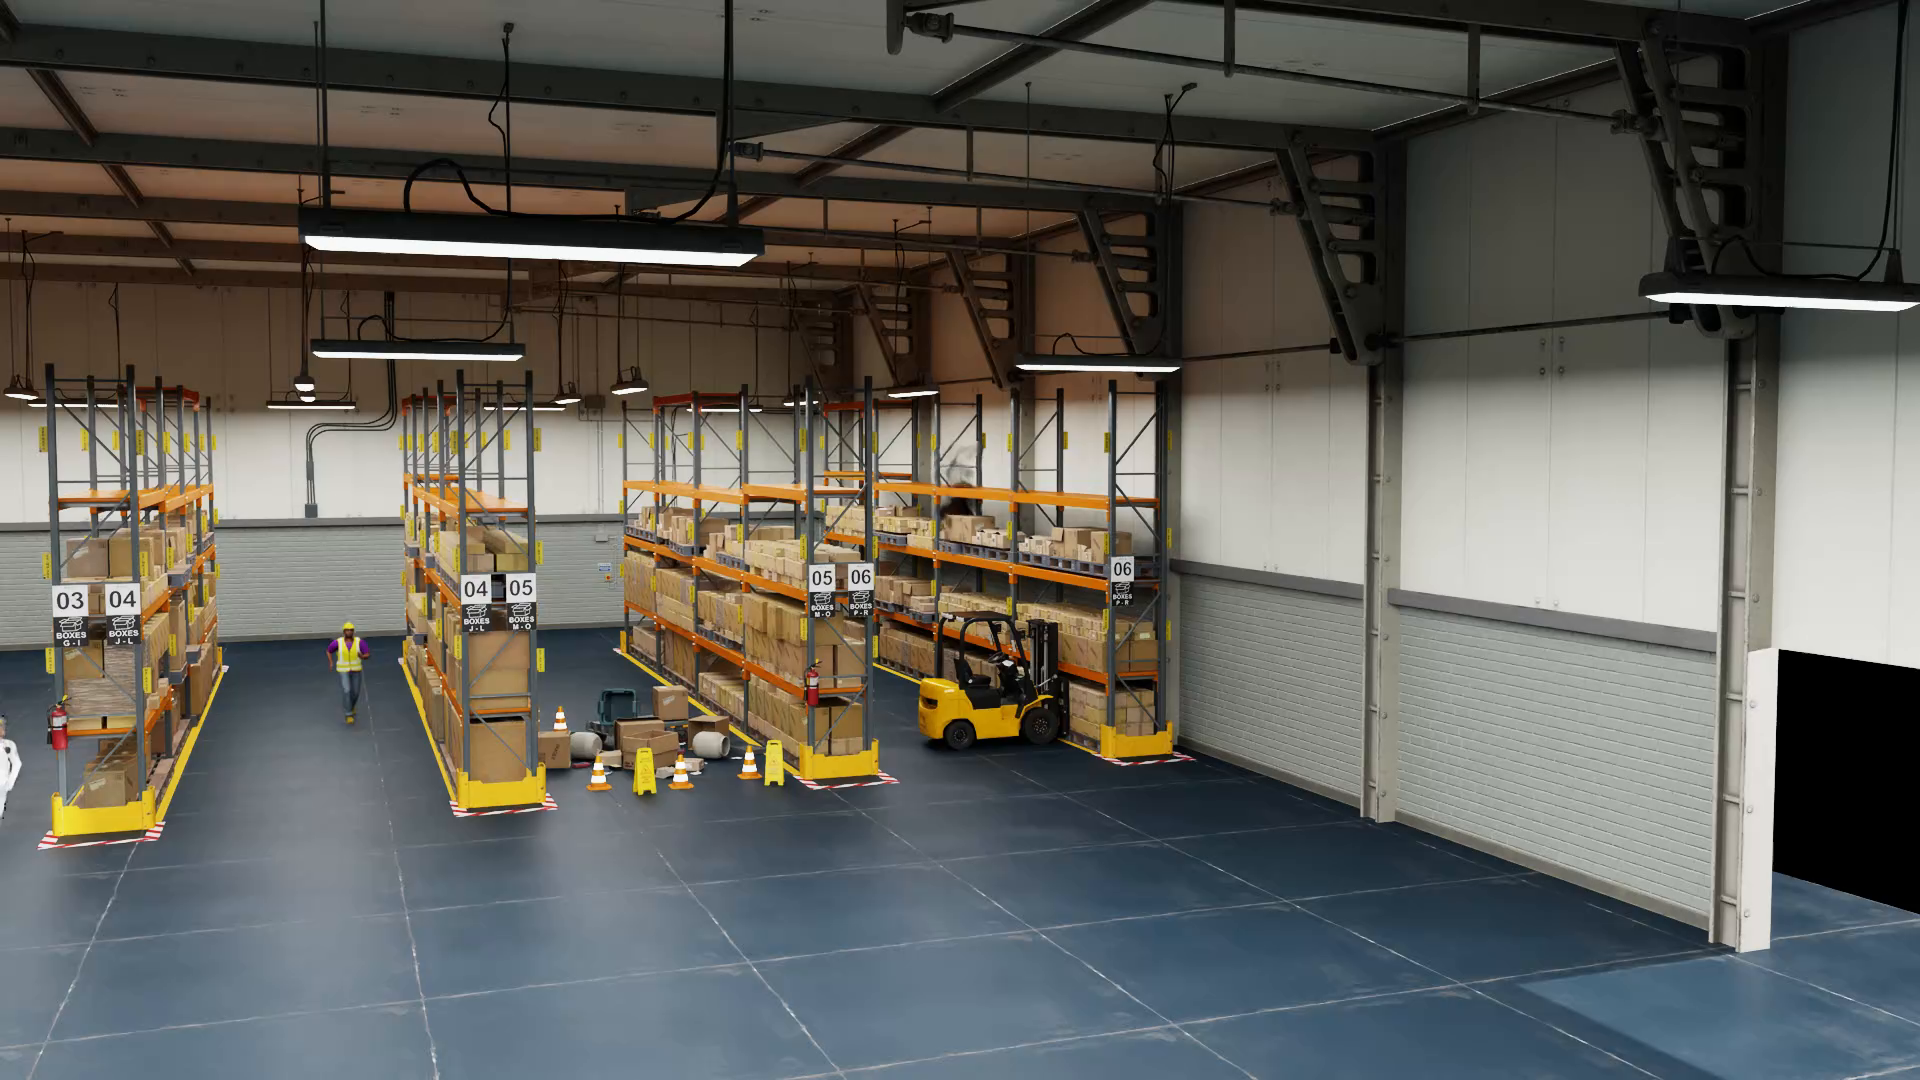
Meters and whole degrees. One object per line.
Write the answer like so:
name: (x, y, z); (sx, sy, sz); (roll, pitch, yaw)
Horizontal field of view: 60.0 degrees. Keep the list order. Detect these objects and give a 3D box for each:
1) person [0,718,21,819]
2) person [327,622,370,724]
person: (-11.914, 3.003, 20.468); (0.659, 1.640, 0.559); (-3, 4, -41)
person: (-10.927, 2.351, 29.771); (0.700, 1.754, 0.989); (-2, 4, -29)
